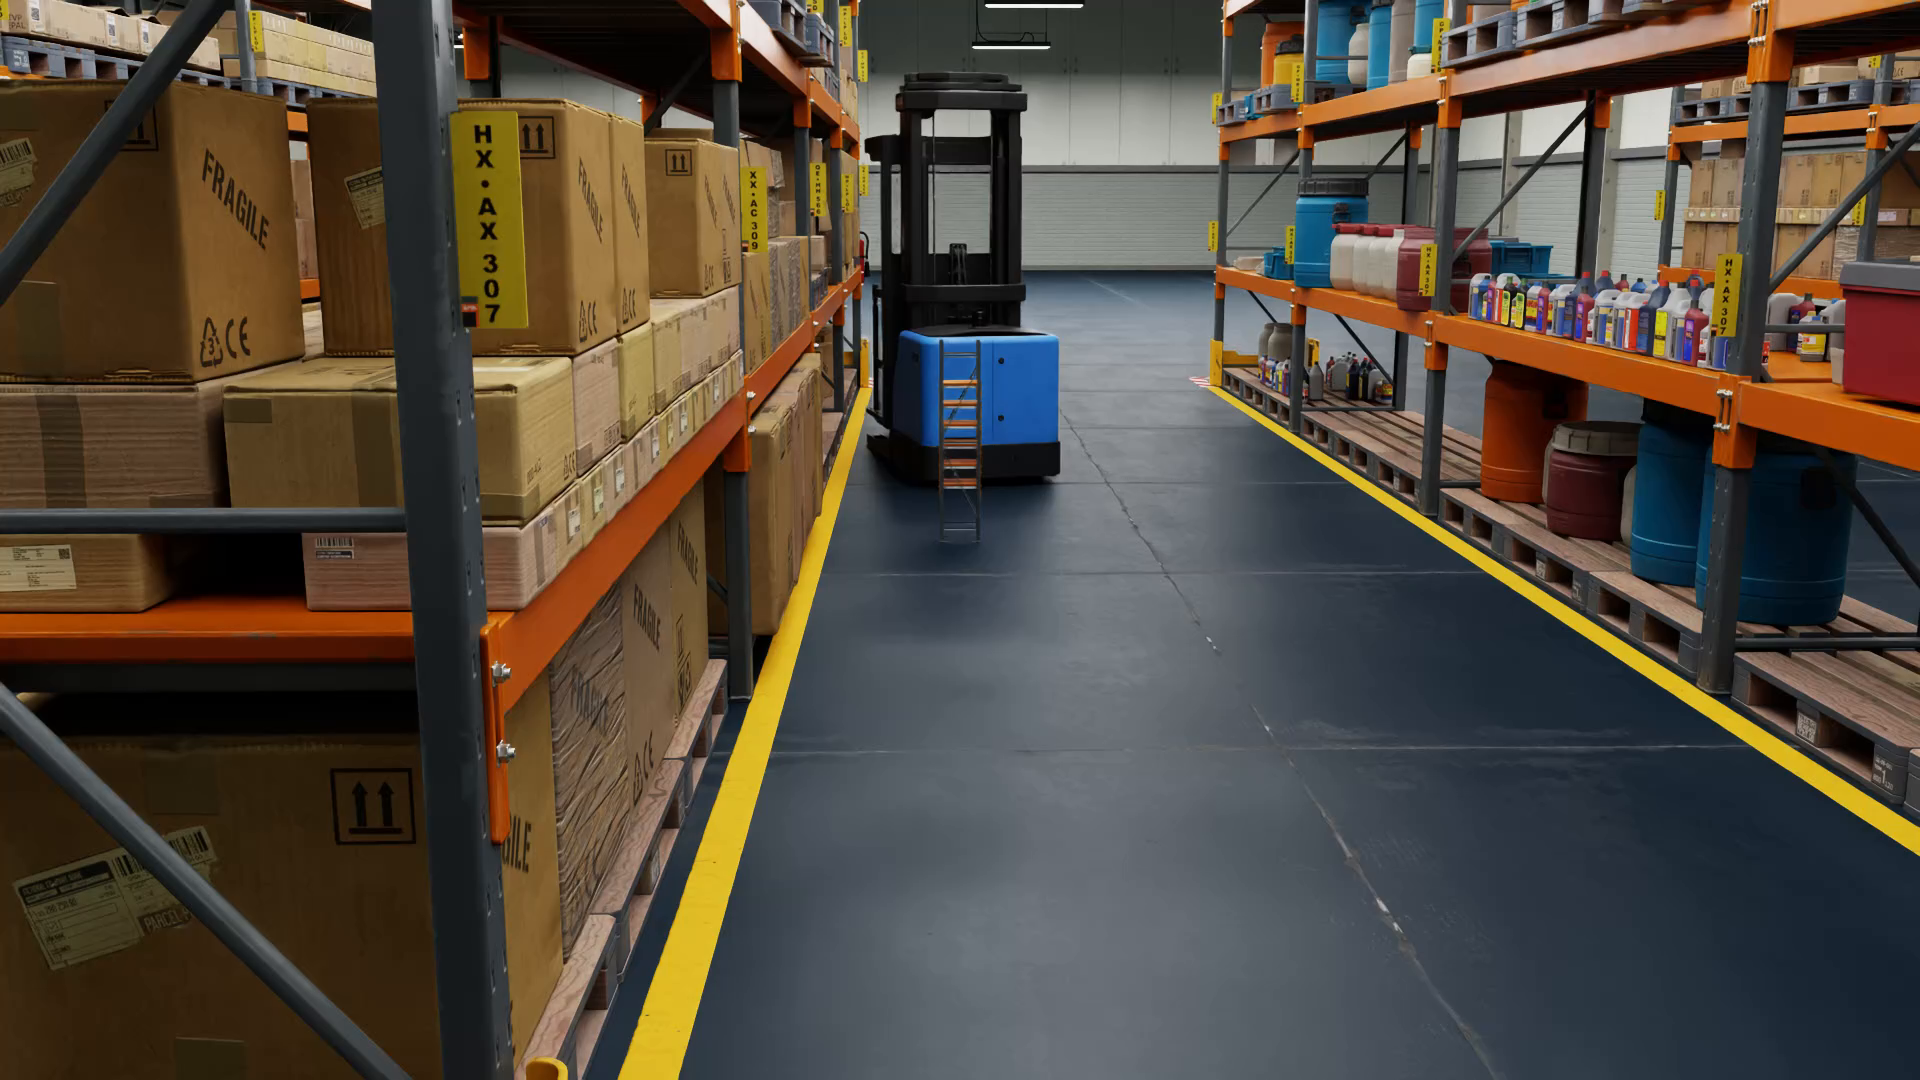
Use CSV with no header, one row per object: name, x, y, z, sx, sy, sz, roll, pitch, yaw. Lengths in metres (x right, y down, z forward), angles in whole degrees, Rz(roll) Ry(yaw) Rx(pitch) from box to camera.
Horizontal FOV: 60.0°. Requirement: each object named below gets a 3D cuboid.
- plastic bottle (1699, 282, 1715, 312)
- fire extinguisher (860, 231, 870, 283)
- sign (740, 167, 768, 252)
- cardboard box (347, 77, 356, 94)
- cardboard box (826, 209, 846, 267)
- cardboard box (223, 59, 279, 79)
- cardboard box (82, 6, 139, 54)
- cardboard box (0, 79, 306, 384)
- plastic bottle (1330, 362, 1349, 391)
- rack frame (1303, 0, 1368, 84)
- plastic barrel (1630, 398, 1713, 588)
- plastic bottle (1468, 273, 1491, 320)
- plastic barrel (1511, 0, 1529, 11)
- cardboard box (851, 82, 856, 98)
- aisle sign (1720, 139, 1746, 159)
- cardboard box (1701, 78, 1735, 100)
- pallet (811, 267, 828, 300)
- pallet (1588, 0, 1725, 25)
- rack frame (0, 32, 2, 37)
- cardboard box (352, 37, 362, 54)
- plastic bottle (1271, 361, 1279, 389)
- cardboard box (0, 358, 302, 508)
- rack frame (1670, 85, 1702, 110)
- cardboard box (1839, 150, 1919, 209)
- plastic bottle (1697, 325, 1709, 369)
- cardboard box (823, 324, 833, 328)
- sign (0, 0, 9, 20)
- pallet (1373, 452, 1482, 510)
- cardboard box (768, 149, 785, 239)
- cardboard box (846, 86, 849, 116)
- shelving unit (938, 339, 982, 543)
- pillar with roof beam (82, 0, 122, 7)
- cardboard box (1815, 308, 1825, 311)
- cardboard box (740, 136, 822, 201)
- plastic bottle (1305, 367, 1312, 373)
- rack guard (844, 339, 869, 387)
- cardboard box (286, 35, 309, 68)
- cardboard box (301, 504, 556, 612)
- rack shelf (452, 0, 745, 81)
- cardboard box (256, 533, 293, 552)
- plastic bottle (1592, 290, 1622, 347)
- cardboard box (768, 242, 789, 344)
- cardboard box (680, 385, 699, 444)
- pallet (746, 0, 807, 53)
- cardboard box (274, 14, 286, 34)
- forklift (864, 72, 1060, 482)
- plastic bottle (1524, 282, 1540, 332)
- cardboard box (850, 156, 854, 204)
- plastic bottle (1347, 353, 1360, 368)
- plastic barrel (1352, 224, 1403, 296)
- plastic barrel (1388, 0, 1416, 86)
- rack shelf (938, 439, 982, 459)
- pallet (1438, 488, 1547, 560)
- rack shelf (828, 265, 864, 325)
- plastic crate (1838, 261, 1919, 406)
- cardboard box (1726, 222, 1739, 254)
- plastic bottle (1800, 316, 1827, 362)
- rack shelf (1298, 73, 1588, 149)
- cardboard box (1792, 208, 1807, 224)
plastic bottle,3.394,-0.996,7.548,0.144,0.351,0.185,0,11,-1
fire extinguisher,-1.145,-3.190,18.433,0.296,0.674,0.183,0,11,-1
sign,-0.801,-1.284,6.465,0.100,0.325,0.005,0,11,-1
cardboard box,-6.193,-4.487,16.414,0.380,0.149,0.250,0,11,-1
cardboard box,-1.469,-2.693,14.788,0.875,0.500,0.500,0,11,-1
cardboard box,-6.150,-4.083,14.422,0.380,0.149,0.250,0,11,-2
cardboard box,-6.215,-3.640,11.831,0.500,0.311,0.500,0,11,-2
cardboard box,-1.546,-0.558,3.010,0.500,0.500,0.500,0,11,0
plastic bottle,3.669,-1.588,16.085,0.152,0.276,0.135,0,11,-1
rack frame,3.431,-5.369,13.889,1.000,3.000,0.127,0,11,-1
plastic barrel,3.587,-0.265,8.041,0.600,0.901,0.708,0,11,-1
plastic bottle,3.199,-1.485,10.148,0.152,0.276,0.135,0,11,-1
plastic barrel,3.522,-3.407,9.627,0.600,0.830,0.708,0,11,-1
cardboard box,-1.254,-4.585,16.947,0.380,0.149,0.250,0,11,-1
aisle sign,8.593,-4.532,18.313,0.394,0.787,0.004,0,11,-1
cardboard box,8.308,-4.924,17.574,0.797,0.503,0.637,1,11,3
pallet,-1.520,-1.912,12.423,1.003,0.211,1.213,0,11,-1
pallet,3.482,-2.371,7.133,1.213,0.211,1.003,0,11,-1
rack frame,-6.399,-4.553,9.868,1.000,3.000,0.127,0,11,-1
cardboard box,-6.199,-4.928,16.581,0.380,0.149,0.250,0,11,-1
plastic bottle,3.087,-1.612,16.217,0.097,0.271,0.097,0,11,0
cardboard box,-1.548,-0.190,3.082,0.500,0.250,0.500,0,11,-2
rack frame,8.301,-6.183,17.905,1.000,3.000,0.127,0,11,-1
cardboard box,8.368,-3.221,14.878,0.700,0.500,0.500,0,11,-1
plastic bottle,3.235,-0.841,7.159,0.097,0.201,0.097,0,11,0
cardboard box,-1.608,-2.060,17.899,0.500,0.500,0.500,2,12,9
sign,-5.857,-3.338,10.123,0.100,0.325,0.005,0,11,-1
pallet,3.536,-0.421,11.603,1.003,0.211,1.213,0,11,-1
cardboard box,-1.439,-2.008,9.639,0.797,0.503,0.637,0,11,1
cardboard box,-1.290,-4.099,15.553,0.500,0.250,0.500,-1,11,-3
shelving unit,0.000,-0.591,9.954,0.258,1.200,0.189,0,11,-1
pillar with roof beam,-13.429,-9.535,34.426,9.100,9.000,0.548,0,11,-1
cardboard box,8.654,-2.066,16.669,0.500,0.500,0.500,0,11,-1
cardboard box,-1.645,-2.749,13.502,1.000,1.000,1.000,0,11,-1
plastic bottle,3.273,-1.480,15.553,0.152,0.276,0.135,0,11,-1
rack guard,-1.602,-1.963,18.478,1.175,0.500,0.348,0,11,-1
cardboard box,-6.224,-4.404,14.998,0.500,0.250,0.500,0,11,-2
cardboard box,-0.950,0.028,3.006,0.380,0.149,0.250,0,11,-1
rack shelf,-1.314,-1.538,4.360,1.077,0.370,4.000,0,11,-1
cardboard box,-1.621,-0.071,3.496,0.380,0.149,0.250,0,11,-1
plastic bottle,3.239,-1.100,8.250,0.152,0.276,0.135,0,11,-1
cardboard box,-1.152,-1.261,8.481,0.500,0.500,0.500,0,11,0
cardboard box,-0.995,-0.380,5.020,0.380,0.149,0.250,0,11,-2
pallet,-1.346,-2.640,8.461,1.003,0.211,1.213,0,11,1
cardboard box,-6.156,-4.525,14.593,0.380,0.149,0.250,0,11,-2
forklift,-0.130,-2.104,13.056,1.130,2.935,3.031,-3,12,-14
plastic bottle,3.191,-1.295,9.224,0.097,0.271,0.097,0,11,0
cardboard box,-1.321,-3.581,16.652,0.500,0.500,0.500,0,11,-1
plastic bottle,3.816,-1.630,16.106,0.144,0.351,0.185,0,11,-2
plastic barrel,3.247,-2.158,12.811,0.433,0.535,0.433,0,11,0
plastic barrel,3.672,-3.914,13.002,0.600,0.901,0.600,0,11,0
rack shelf,0.000,-0.547,9.963,0.258,0.103,0.180,0,11,-1
pallet,3.571,-0.110,10.071,1.003,0.211,1.213,0,11,-1
rack shelf,-1.562,-2.453,16.416,1.077,0.370,4.000,0,11,-1
plastic crate,3.364,-0.720,5.754,0.402,0.464,0.583,0,11,-1
cardboard box,8.318,-2.996,17.032,0.700,0.500,0.500,0,11,-1
plastic bottle,3.836,-0.903,7.465,0.097,0.201,0.097,0,11,0
rack shelf,3.472,-3.148,12.299,1.077,0.370,4.000,0,11,-1
cardboard box,8.144,-3.070,15.767,0.380,0.149,0.250,0,11,-1
